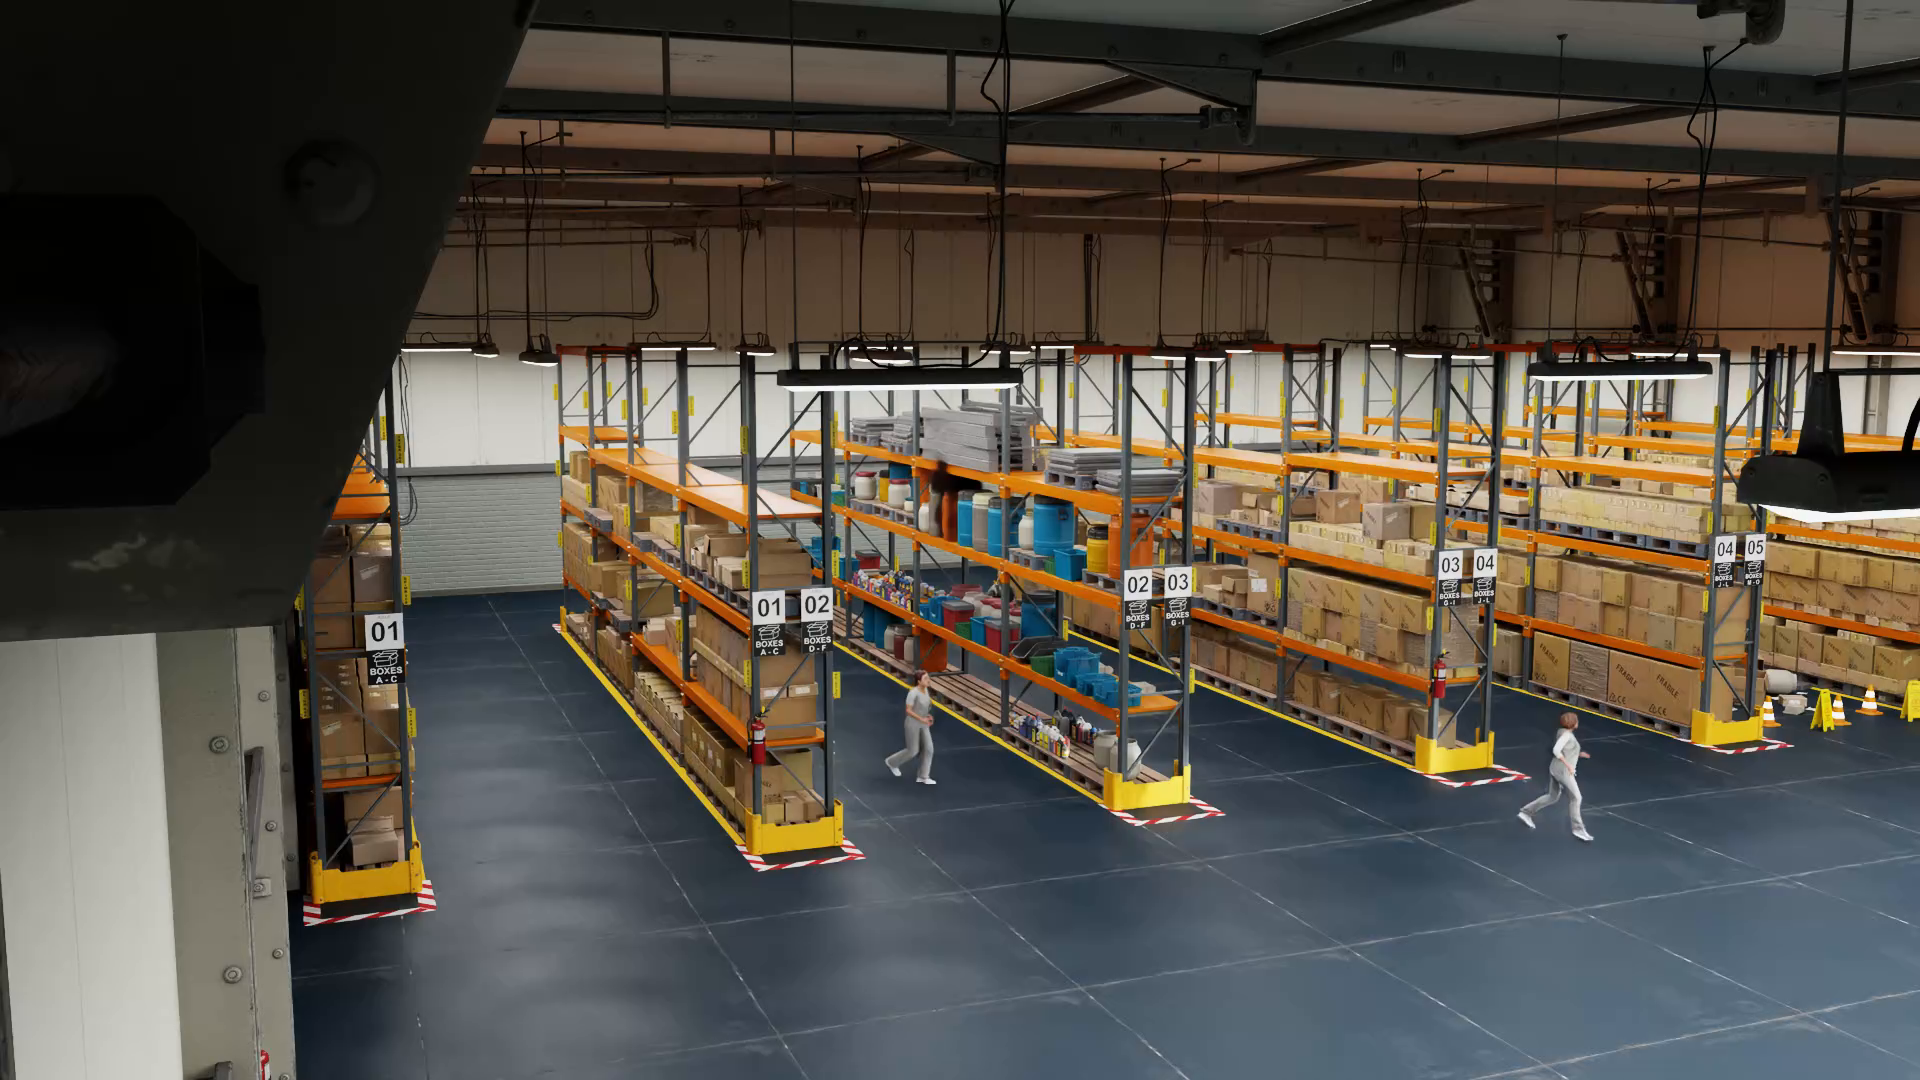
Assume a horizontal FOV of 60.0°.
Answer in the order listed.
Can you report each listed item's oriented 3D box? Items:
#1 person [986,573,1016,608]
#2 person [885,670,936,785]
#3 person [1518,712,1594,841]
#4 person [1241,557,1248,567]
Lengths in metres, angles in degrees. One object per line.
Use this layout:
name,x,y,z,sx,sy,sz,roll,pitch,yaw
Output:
person,0.787,1.442,31.945,0.672,1.698,0.700,-4,8,-27
person,-0.682,2.589,23.236,0.815,1.626,0.560,5,9,34
person,7.431,2.923,20.642,0.891,1.611,0.563,1,7,7
person,7.293,0.262,41.195,0.842,1.753,0.664,6,9,38
